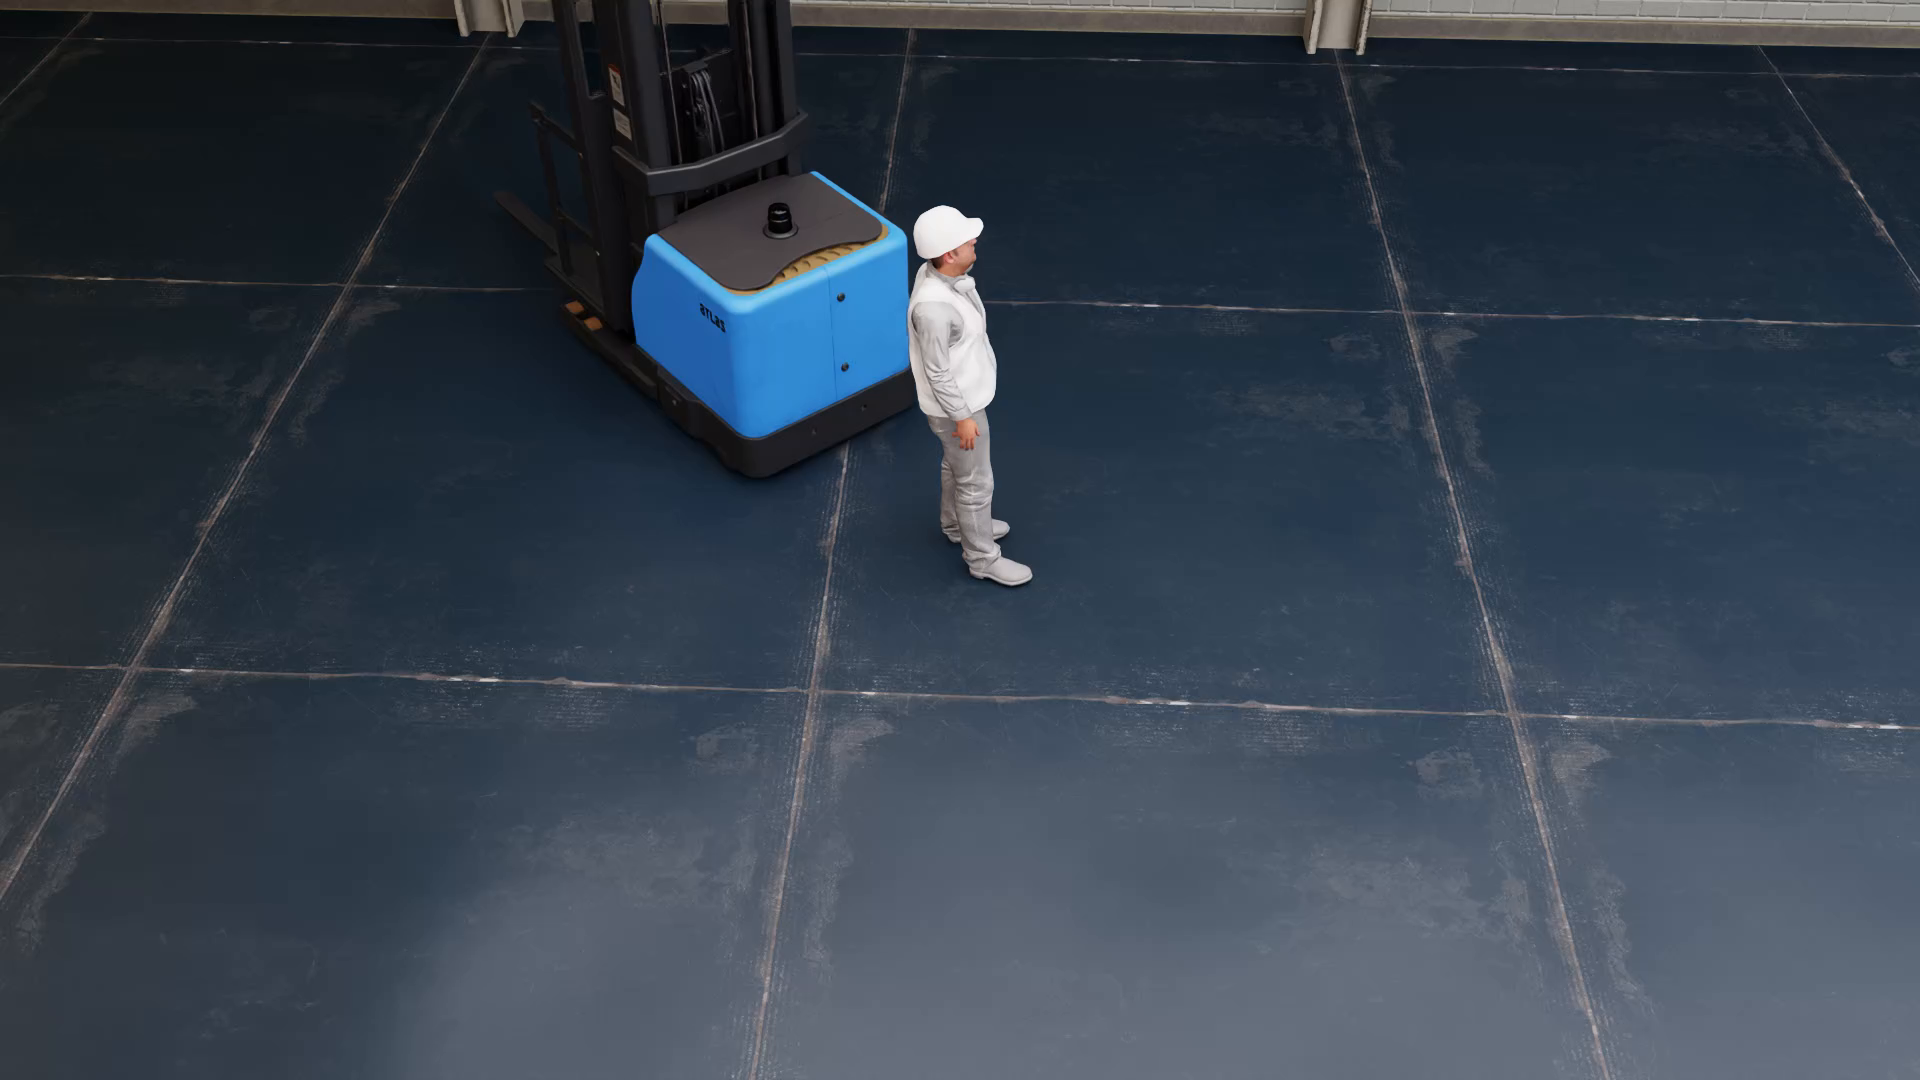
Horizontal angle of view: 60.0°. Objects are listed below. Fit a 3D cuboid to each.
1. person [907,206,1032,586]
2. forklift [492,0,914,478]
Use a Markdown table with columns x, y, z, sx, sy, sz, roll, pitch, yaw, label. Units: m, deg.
| x | y | z | sx | sy | sz | roll | pitch | yaw | label |
| --- | --- | --- | --- | --- | --- | --- | --- | --- | --- |
| 0.063 | -0.654 | 7.306 | 0.566 | 1.775 | 0.633 | 2 | 42 | 2 | person |
| -1.554 | -2.319 | 8.283 | 1.130 | 2.935 | 3.031 | -29 | 50 | -28 | forklift |
